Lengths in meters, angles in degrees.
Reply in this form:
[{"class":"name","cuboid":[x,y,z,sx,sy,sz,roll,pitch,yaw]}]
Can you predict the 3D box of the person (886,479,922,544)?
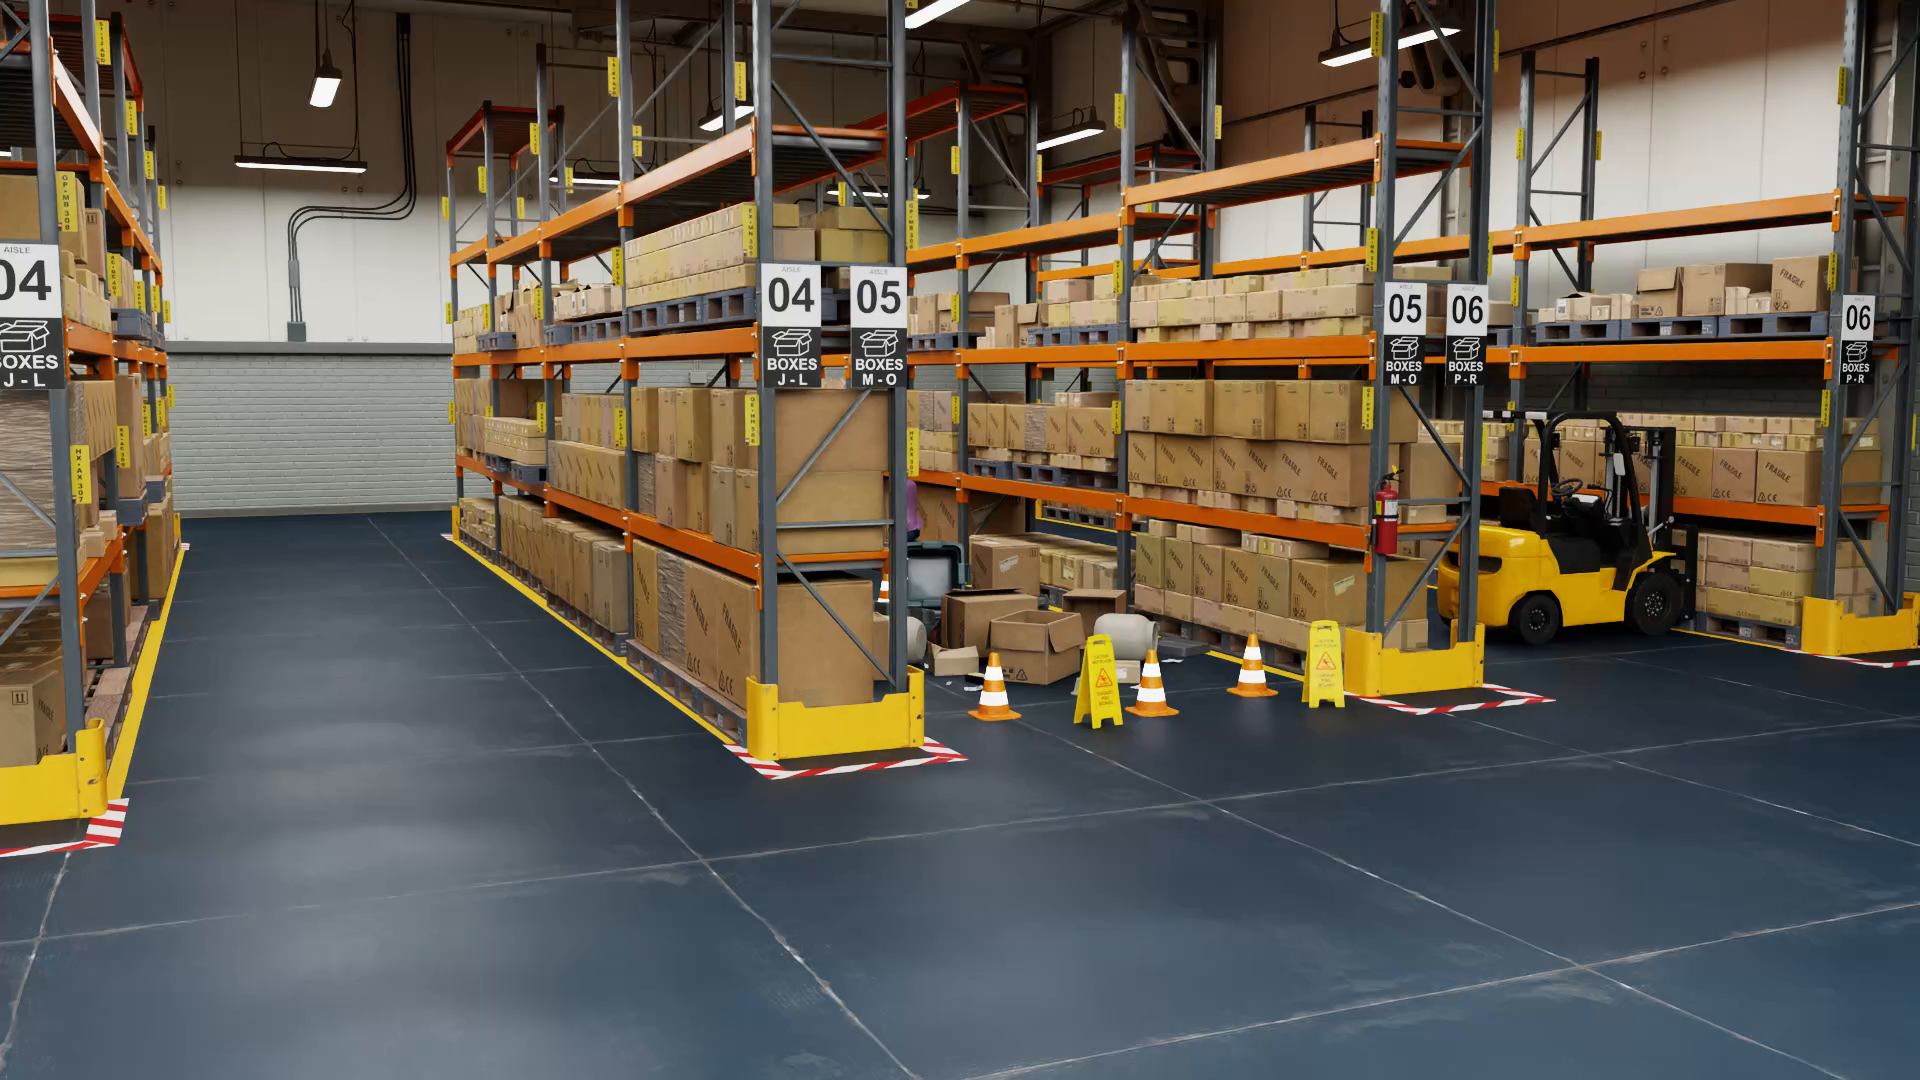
[{"class":"person","cuboid":[-0.573,-0.086,17.936,0.443,1.586,0.501,3,6,26]}]
